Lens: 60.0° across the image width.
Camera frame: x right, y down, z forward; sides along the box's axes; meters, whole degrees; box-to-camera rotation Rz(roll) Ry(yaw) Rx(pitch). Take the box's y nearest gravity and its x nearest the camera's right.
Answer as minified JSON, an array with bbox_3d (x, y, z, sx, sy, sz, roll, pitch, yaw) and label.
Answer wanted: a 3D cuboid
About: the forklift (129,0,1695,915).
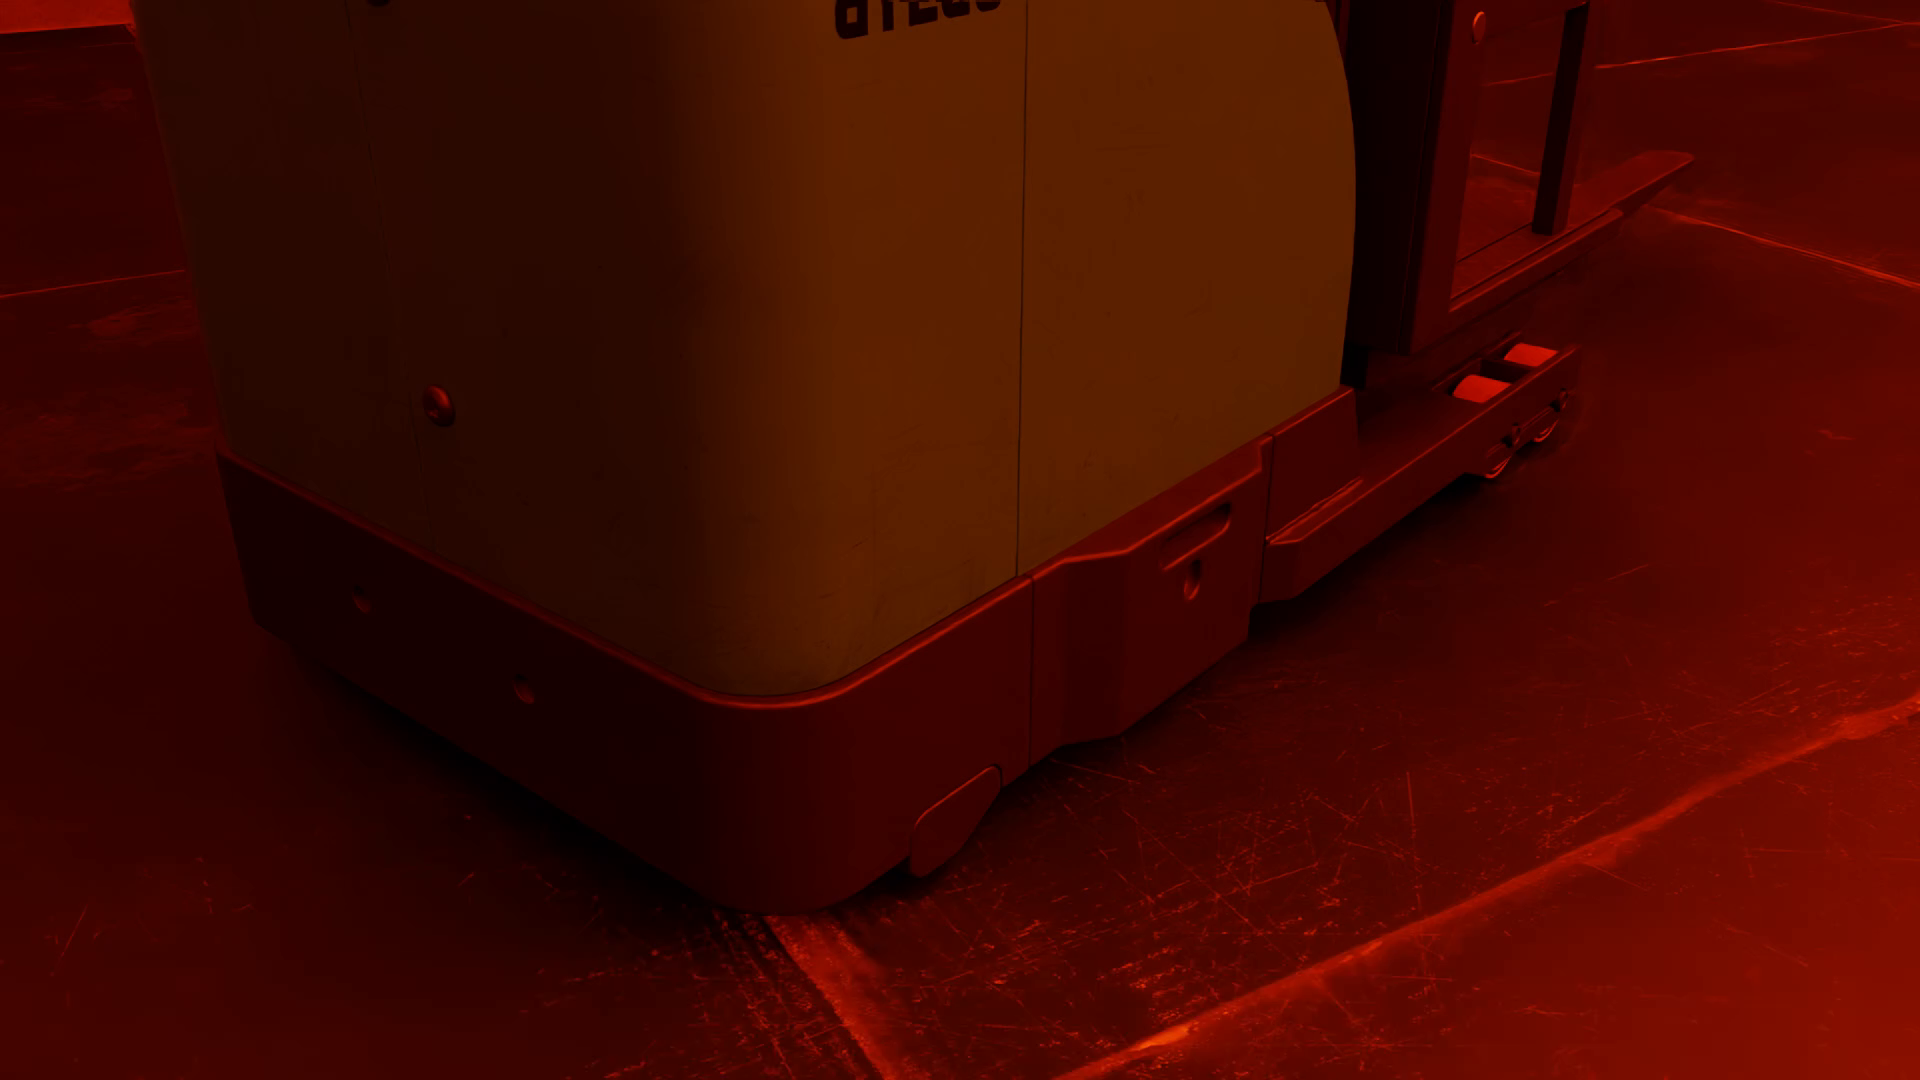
[{"bbox_3d":[0.402,-1.535,2.286,1.130,2.935,3.031,21,33,35],"label":"forklift"}]
